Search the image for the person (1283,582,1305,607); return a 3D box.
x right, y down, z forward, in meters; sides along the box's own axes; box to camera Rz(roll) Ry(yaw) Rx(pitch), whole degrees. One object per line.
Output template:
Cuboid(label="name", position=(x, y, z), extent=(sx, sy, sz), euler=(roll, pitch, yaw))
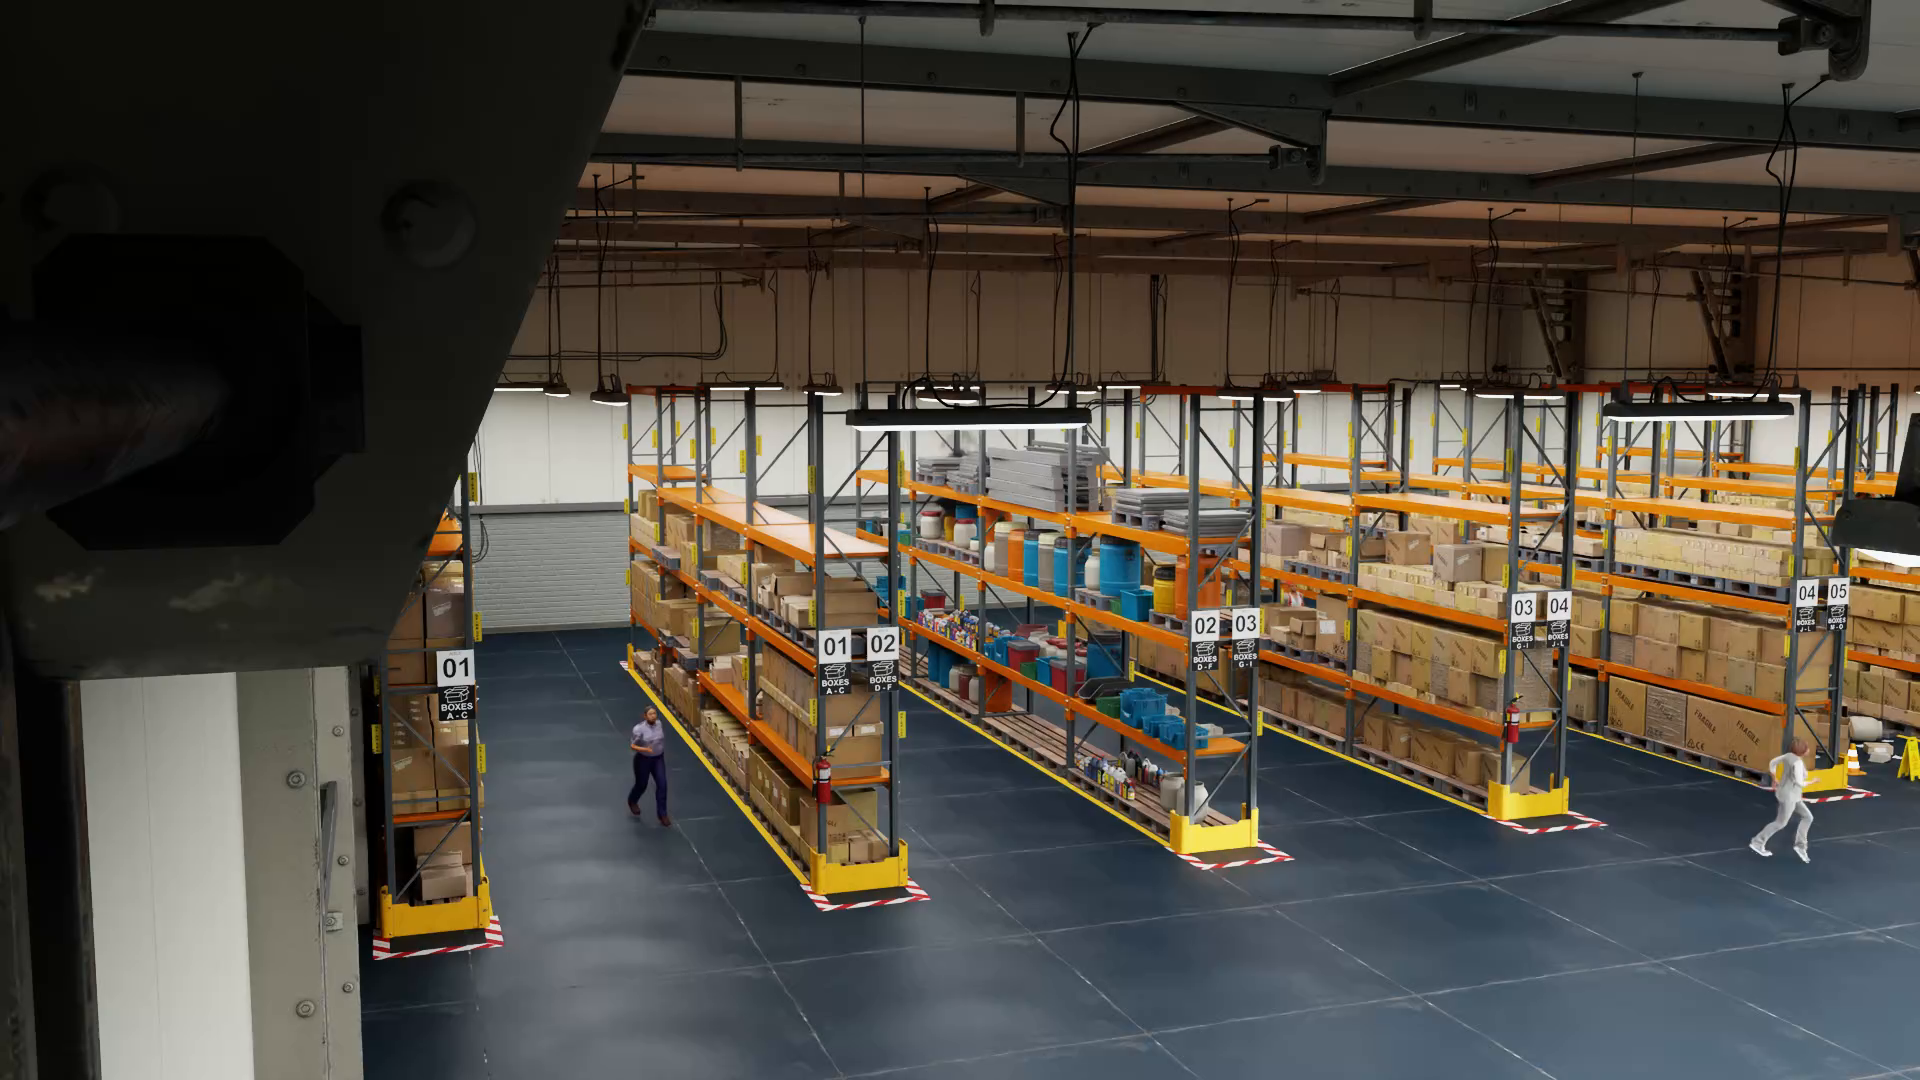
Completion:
Cuboid(label="person", position=(7.198, 1.728, 35.734), extent=(0.675, 1.757, 1.051), euler=(-1, 6, -12))

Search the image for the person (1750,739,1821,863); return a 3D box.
Cuboid(label="person", position=(10.603, 3.341, 21.344), extent=(0.792, 1.619, 0.560), euler=(2, 6, 15))

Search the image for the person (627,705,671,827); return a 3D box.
Cuboid(label="person", position=(-4.357, 3.110, 23.237), extent=(0.577, 1.649, 0.925), euler=(-4, 7, -36))
